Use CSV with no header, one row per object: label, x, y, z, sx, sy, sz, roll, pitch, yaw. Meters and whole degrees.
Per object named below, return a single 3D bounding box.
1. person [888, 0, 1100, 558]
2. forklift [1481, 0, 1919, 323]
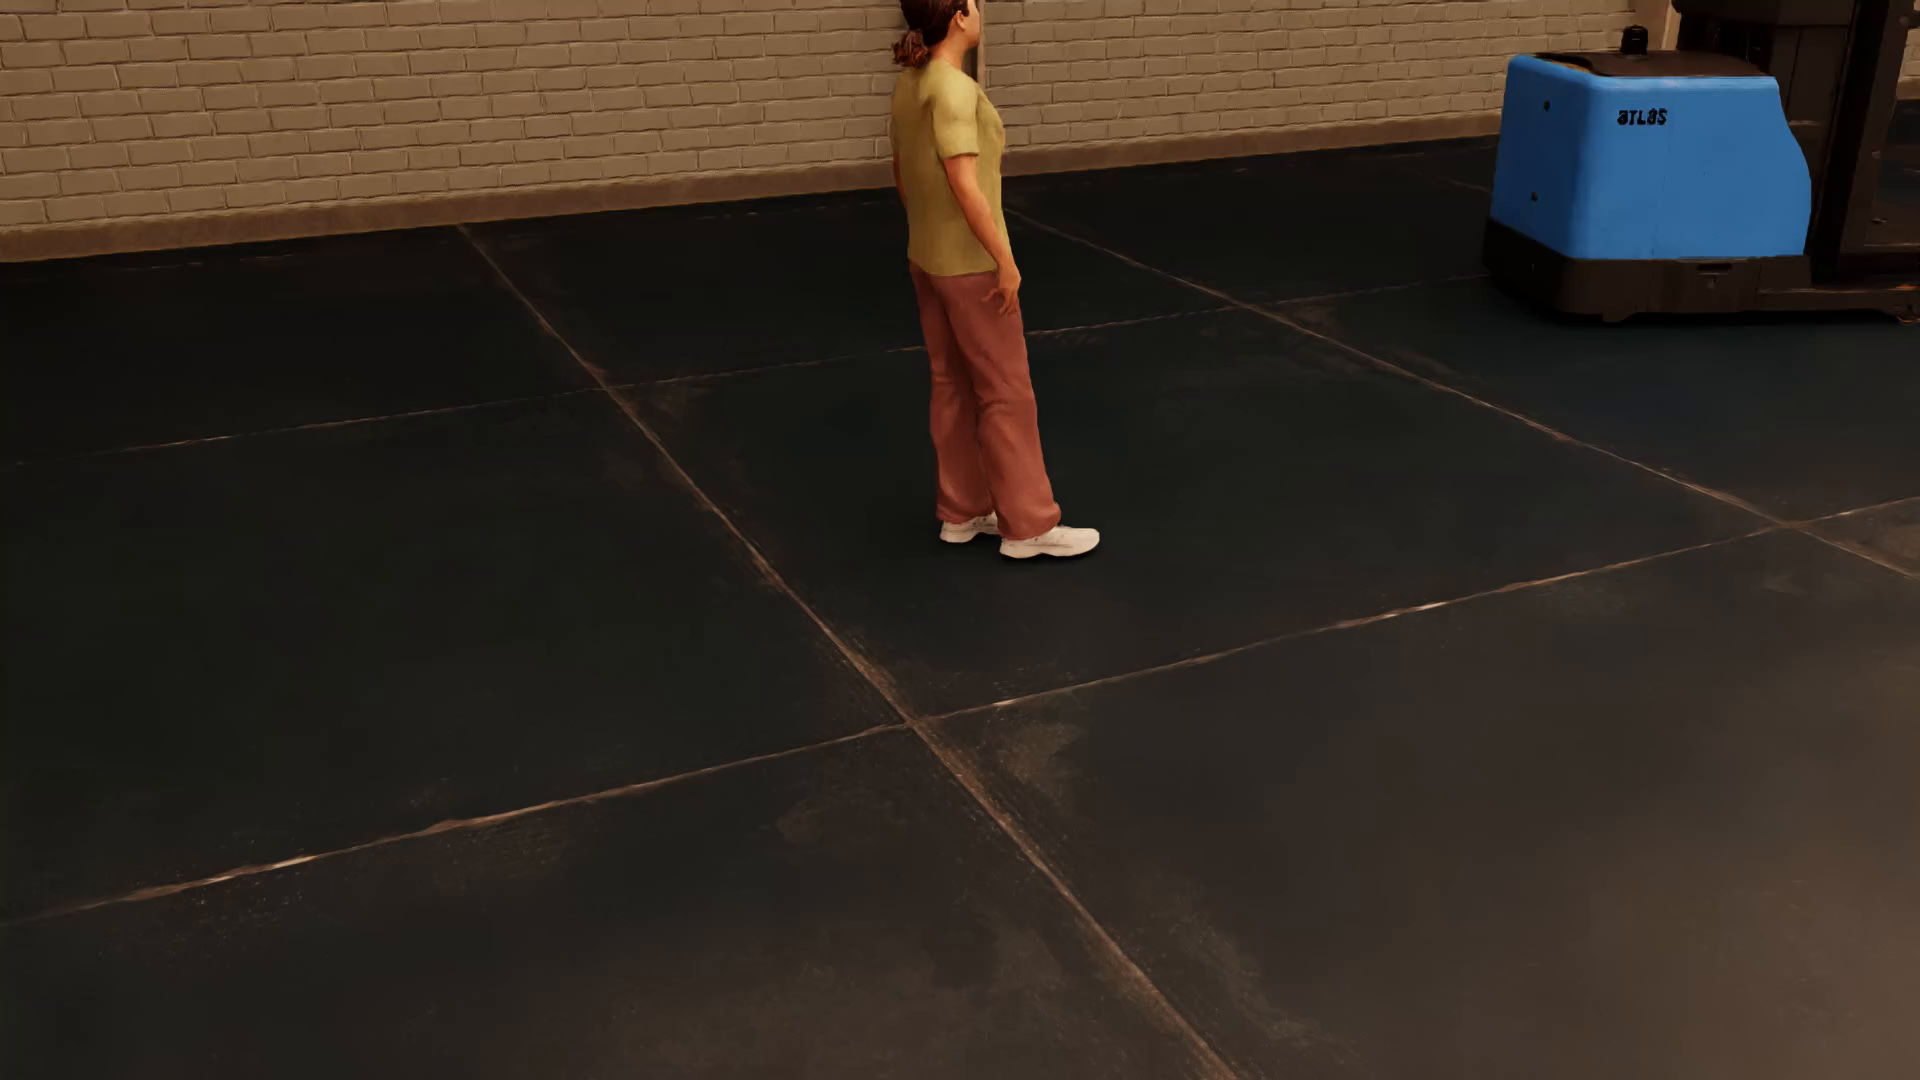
person,0.072,-0.789,4.802,0.548,1.674,0.554,-10,25,-23
forklift,4.111,-2.529,7.375,3.031,2.935,1.130,-2,23,-5
